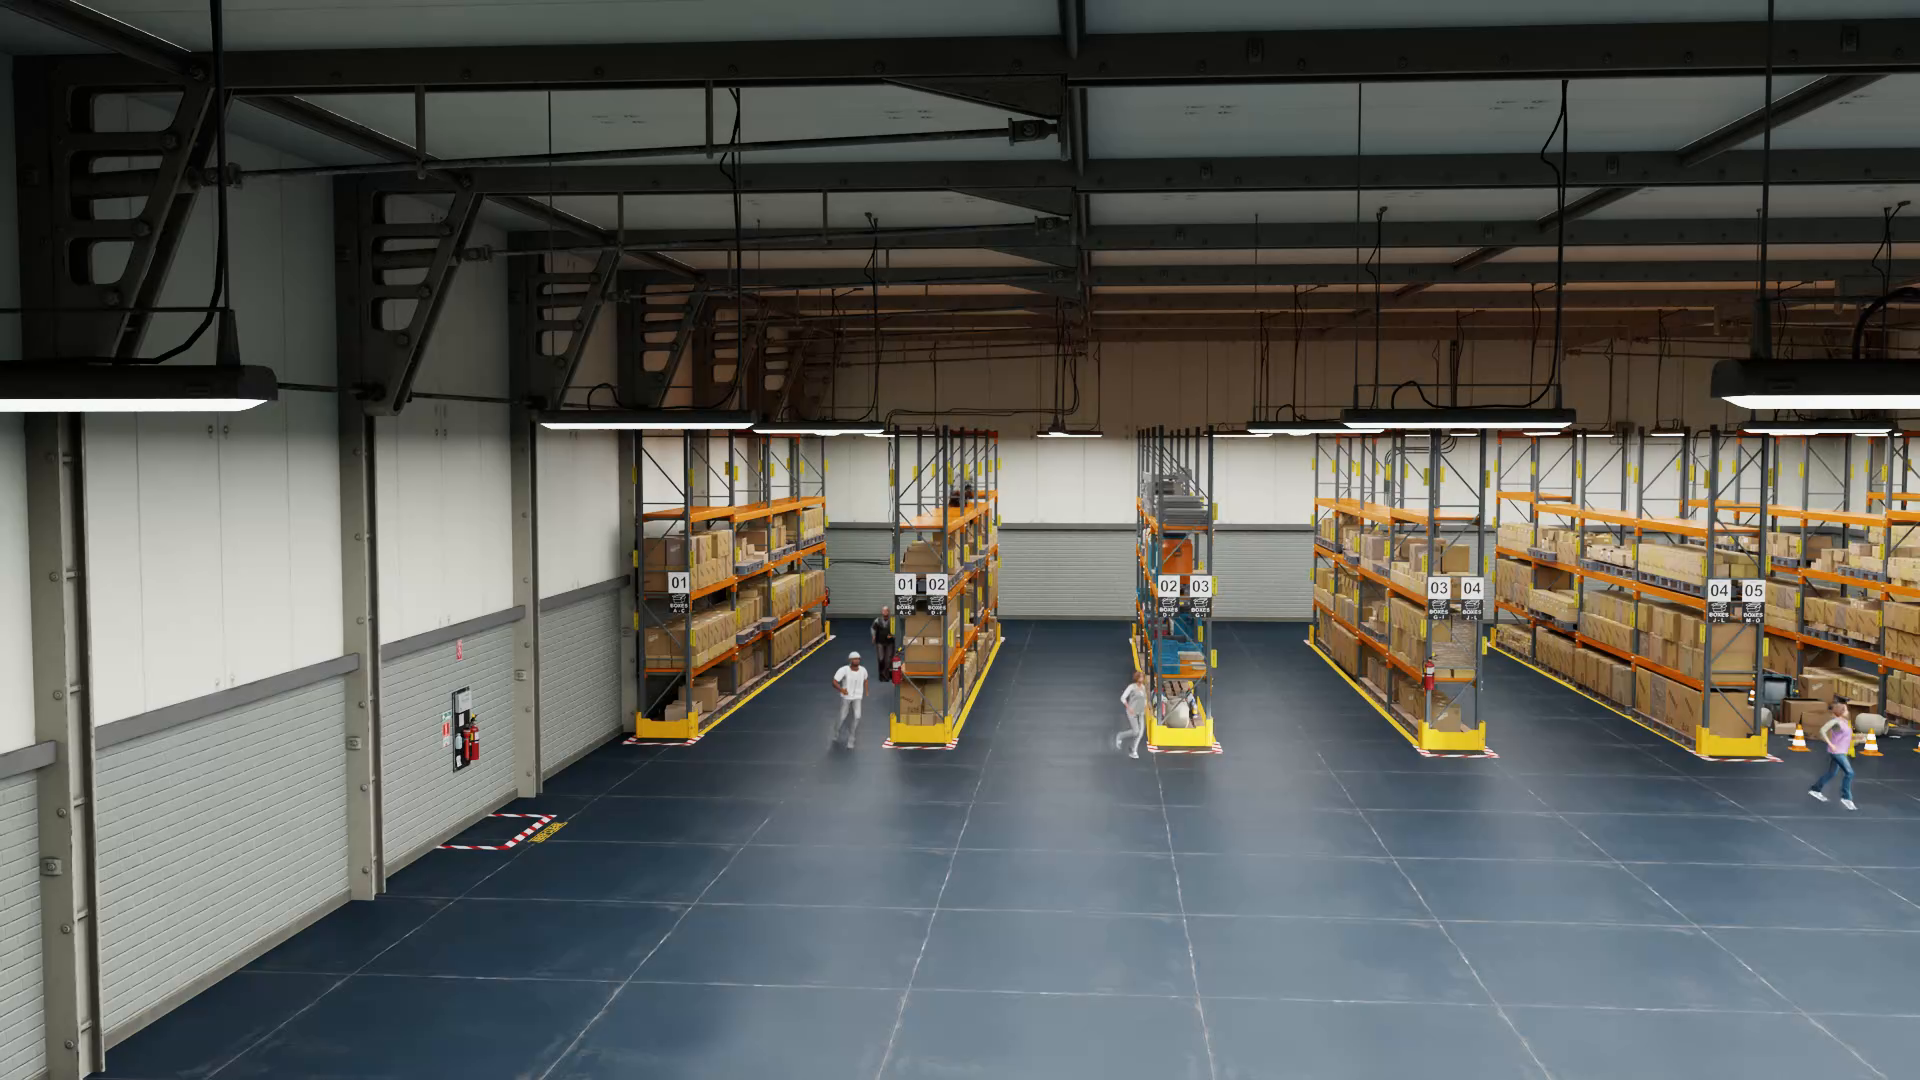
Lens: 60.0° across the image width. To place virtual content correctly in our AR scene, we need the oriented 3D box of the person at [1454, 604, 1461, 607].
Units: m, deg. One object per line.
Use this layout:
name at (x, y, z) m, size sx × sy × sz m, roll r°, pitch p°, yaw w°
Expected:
person at (13.462, 2.122, 45.075) m, size 0.677 × 1.770 × 0.651 m, roll 1°, pitch 4°, yaw 20°

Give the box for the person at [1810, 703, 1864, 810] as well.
person at (13.688, 3.368, 25.967) m, size 0.739 × 1.632 × 0.523 m, roll 3°, pitch 4°, yaw 38°

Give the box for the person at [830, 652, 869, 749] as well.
person at (-2.028, 2.984, 31.174) m, size 0.759 × 1.789 × 0.753 m, roll -1°, pitch 4°, yaw -20°

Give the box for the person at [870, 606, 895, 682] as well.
person at (-1.685, 2.346, 37.275) m, size 0.651 × 1.703 × 0.591 m, roll 0°, pitch 3°, yaw -2°

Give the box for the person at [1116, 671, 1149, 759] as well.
person at (3.187, 3.146, 30.127) m, size 0.584 × 1.527 × 0.617 m, roll -2°, pitch 4°, yaw -36°
